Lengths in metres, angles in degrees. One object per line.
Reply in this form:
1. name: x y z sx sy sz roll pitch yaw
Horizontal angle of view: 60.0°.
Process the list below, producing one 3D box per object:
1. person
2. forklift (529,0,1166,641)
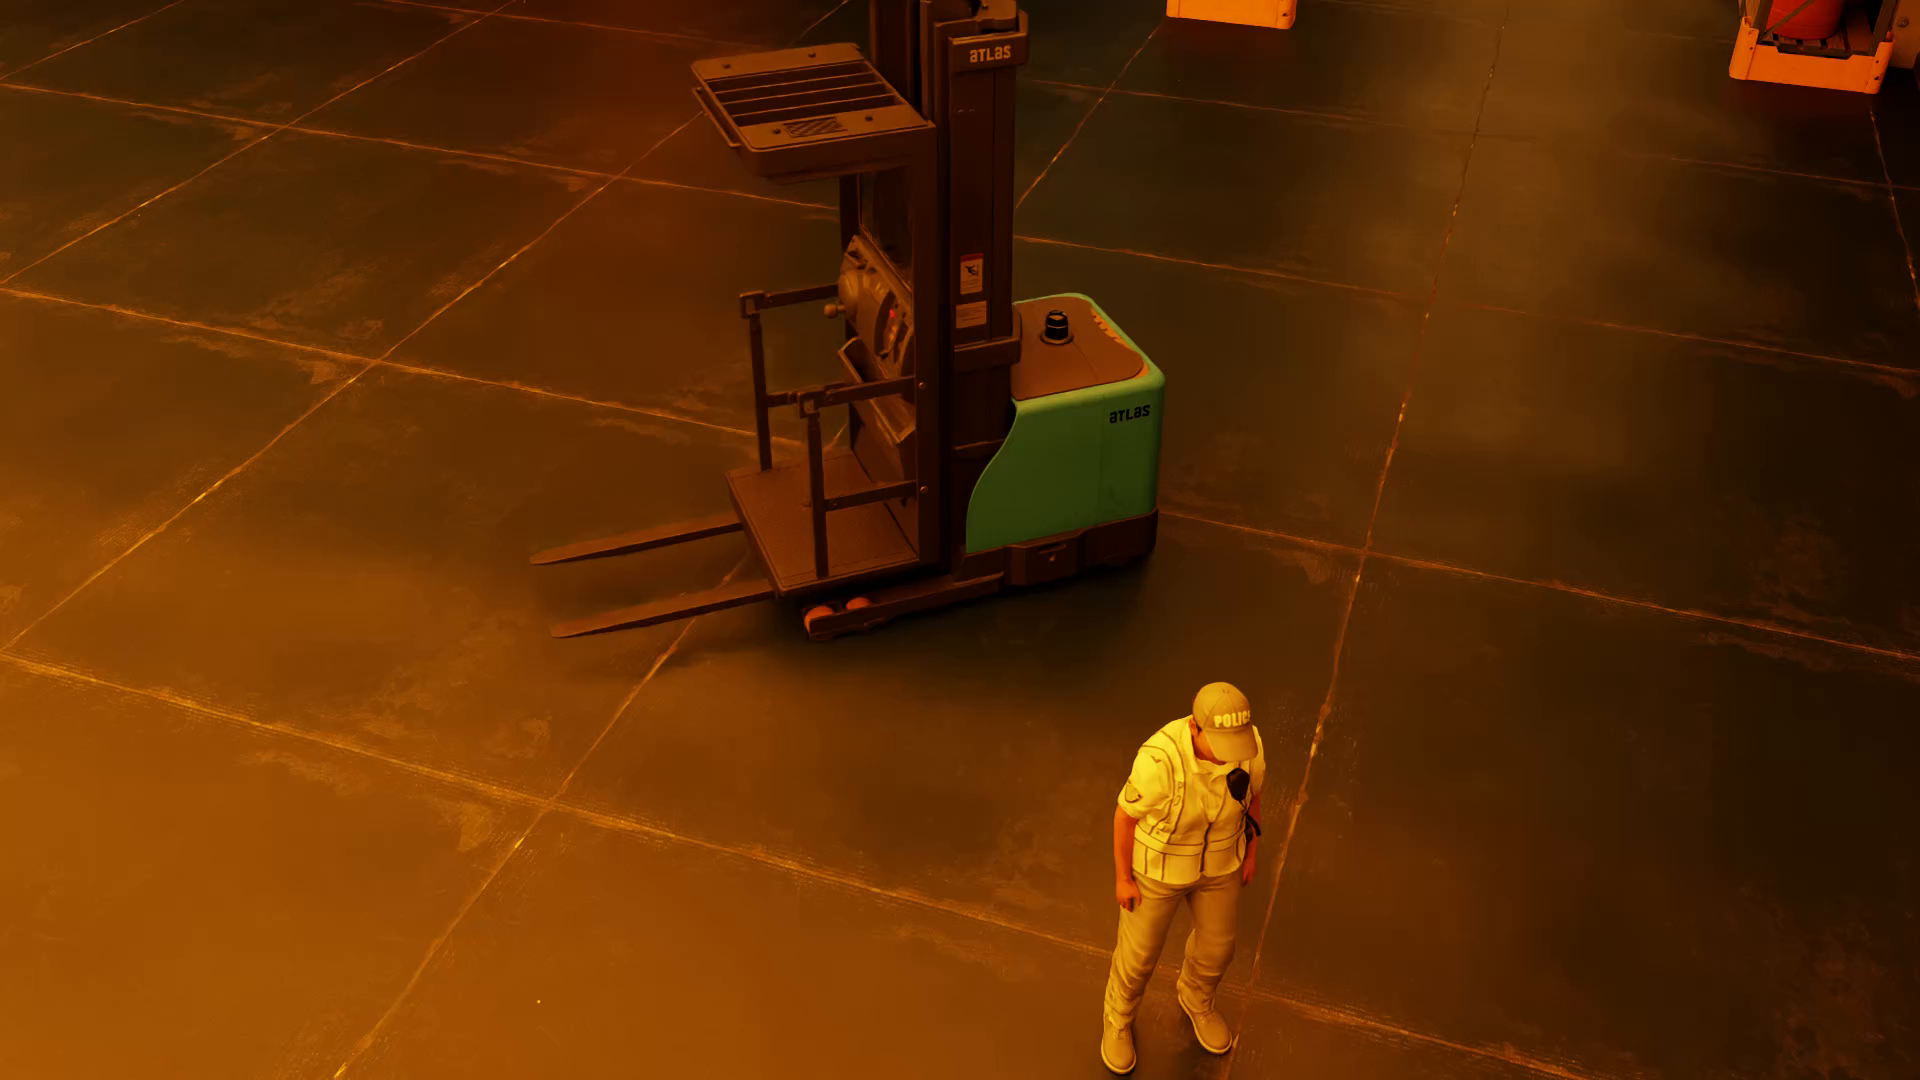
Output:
1. person: 0.761 1.115 5.635 0.553 1.665 0.468 -9 36 -12
2. forklift: -0.574 -1.059 7.604 3.031 2.935 1.130 -12 37 -17
